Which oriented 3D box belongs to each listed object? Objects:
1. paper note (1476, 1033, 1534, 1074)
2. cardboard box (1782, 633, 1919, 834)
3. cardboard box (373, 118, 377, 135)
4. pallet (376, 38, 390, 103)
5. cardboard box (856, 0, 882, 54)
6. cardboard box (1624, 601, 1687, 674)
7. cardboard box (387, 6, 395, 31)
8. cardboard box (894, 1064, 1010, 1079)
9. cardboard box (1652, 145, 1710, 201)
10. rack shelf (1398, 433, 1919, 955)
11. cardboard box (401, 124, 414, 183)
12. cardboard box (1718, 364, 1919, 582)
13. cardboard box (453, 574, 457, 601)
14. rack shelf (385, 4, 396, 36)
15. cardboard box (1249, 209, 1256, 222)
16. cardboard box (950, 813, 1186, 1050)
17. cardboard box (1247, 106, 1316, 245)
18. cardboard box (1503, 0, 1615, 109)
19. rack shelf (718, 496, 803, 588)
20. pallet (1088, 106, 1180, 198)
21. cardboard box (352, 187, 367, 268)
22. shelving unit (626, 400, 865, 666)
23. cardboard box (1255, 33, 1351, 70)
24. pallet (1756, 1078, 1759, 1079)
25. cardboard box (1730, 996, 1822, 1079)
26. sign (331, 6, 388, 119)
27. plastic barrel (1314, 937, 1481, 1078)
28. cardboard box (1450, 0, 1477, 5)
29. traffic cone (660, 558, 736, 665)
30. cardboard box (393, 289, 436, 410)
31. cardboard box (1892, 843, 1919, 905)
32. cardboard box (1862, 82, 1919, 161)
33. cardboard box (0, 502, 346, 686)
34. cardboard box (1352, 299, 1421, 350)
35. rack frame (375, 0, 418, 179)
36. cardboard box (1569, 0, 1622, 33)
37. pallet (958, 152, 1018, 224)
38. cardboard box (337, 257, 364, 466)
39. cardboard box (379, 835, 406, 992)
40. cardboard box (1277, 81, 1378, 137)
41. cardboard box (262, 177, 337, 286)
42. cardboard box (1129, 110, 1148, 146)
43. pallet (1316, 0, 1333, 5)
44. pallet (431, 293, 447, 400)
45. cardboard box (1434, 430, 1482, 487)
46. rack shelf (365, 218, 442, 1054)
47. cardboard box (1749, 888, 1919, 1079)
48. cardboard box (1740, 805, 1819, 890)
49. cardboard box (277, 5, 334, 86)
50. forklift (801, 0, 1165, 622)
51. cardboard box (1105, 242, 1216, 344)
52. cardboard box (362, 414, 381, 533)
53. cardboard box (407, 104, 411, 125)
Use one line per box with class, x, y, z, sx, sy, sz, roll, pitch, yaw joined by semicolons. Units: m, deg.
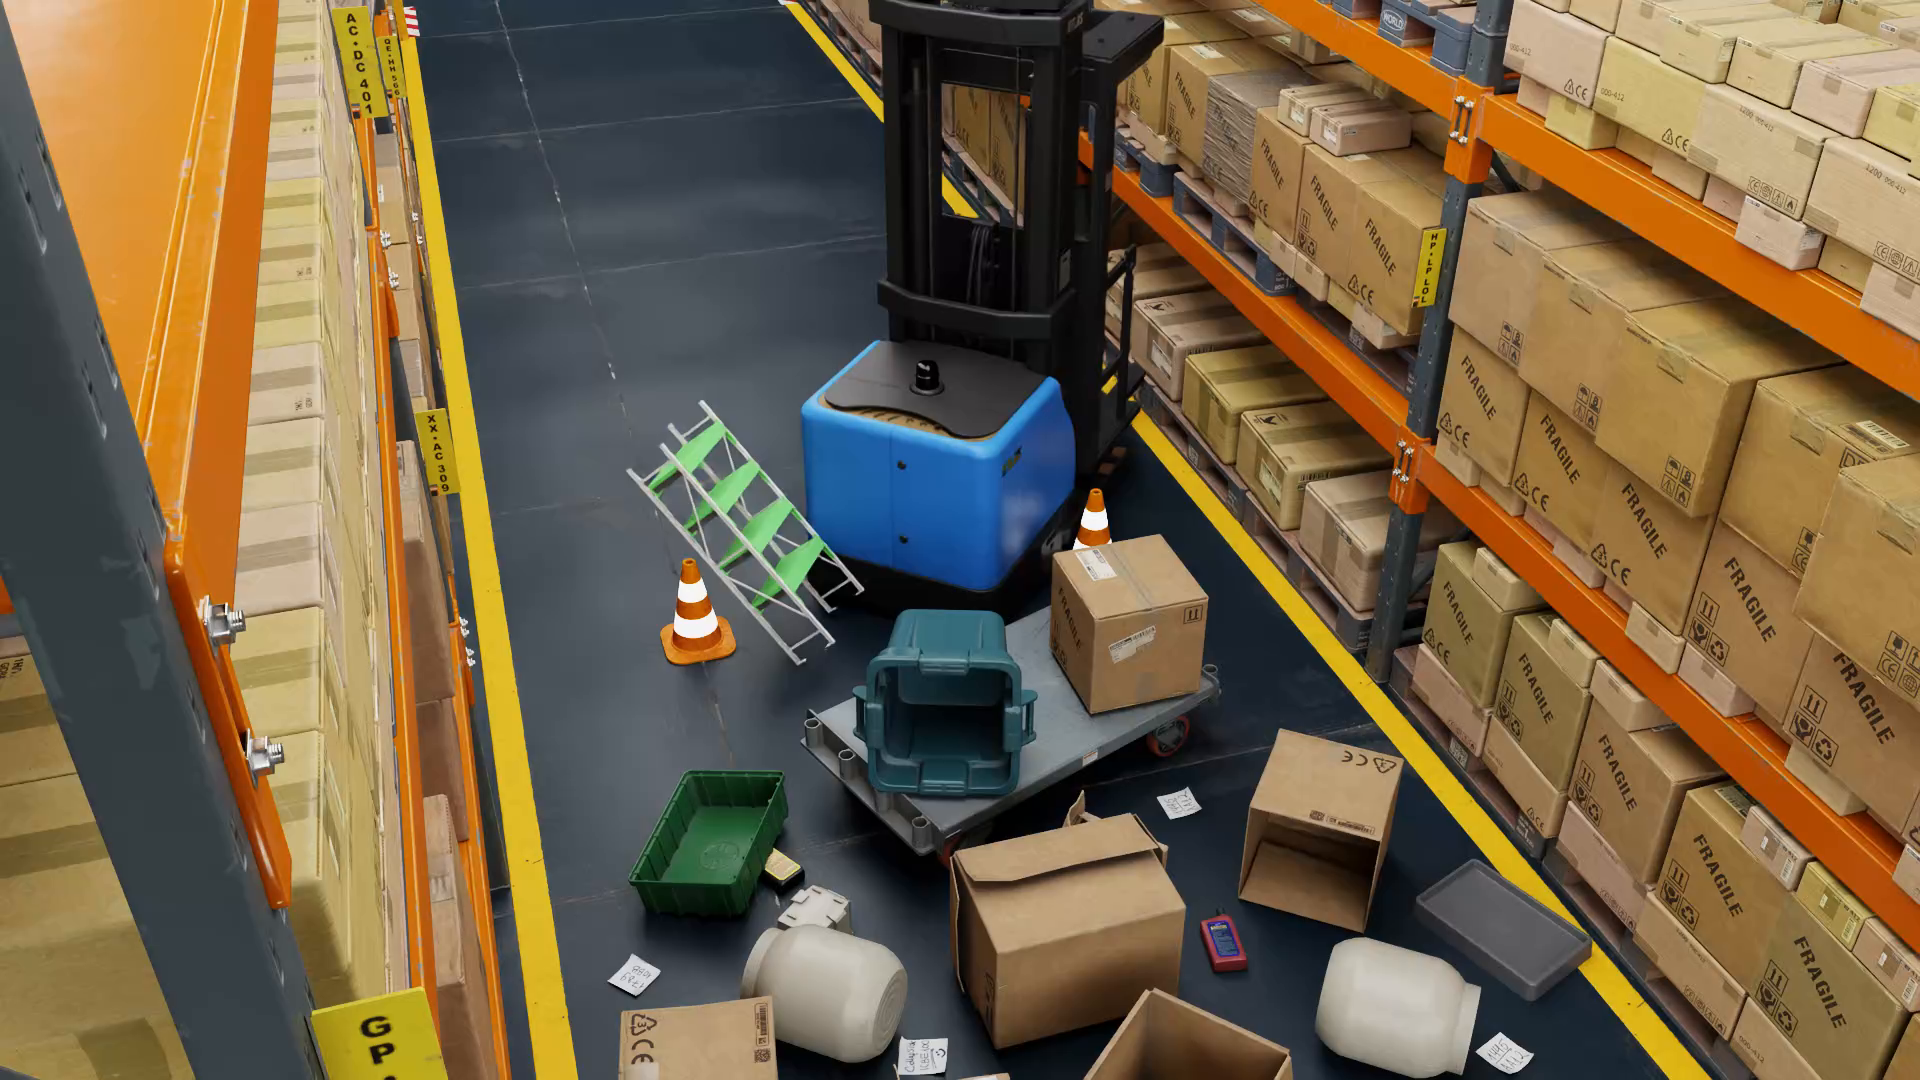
paper note;1.950;1.835;5.945;0.142;0.019;0.148;-23;40;-31
cardboard box;2.888;0.477;4.946;0.500;0.500;0.500;-10;35;-15
cardboard box;-3.455;-2.245;9.274;0.380;0.149;0.250;-10;35;-15
pallet;-4.153;-2.858;10.529;1.003;0.211;1.213;-10;35;-15
cardboard box;-0.410;-4.815;15.260;0.875;0.438;0.875;-11;35;-16
cardboard box;2.565;0.306;5.794;0.380;0.149;0.250;-10;35;-15
cardboard box;-5.172;-4.570;14.611;0.380;0.149;0.250;-9;34;-13
cardboard box;-0.012;1.928;5.592;0.396;0.266;0.258;-4;34;-6
cardboard box;2.500;-1.236;5.407;0.380;0.149;0.250;-9;35;-13
rack shelf;3.003;0.659;5.684;1.077;0.370;4.000;-10;35;-15
cardboard box;-3.944;-2.555;11.103;0.500;0.250;0.500;-12;35;-17
cardboard box;2.829;-0.208;5.077;0.700;0.500;0.500;-10;35;-15
cardboard box;-2.856;0.140;7.477;1.050;0.750;0.750;-10;35;-15
rack shelf;-5.341;-4.756;13.879;1.077;0.370;4.000;-10;35;-15
cardboard box;1.693;-1.679;8.417;0.380;0.149;0.250;-11;35;-16
cardboard box;0.373;1.408;6.040;0.797;0.637;0.503;-10;35;-15
cardboard box;1.729;-1.768;7.964;0.500;0.500;0.500;-9;34;-13
cardboard box;2.266;-1.727;5.788;0.500;0.250;0.500;-11;35;-16
rack shelf;-0.942;0.012;7.791;0.258;0.148;0.480;-32;16;27
pallet;1.492;-2.355;9.767;1.213;0.211;1.003;-10;35;-15
cardboard box;-1.717;-0.764;4.221;0.380;0.149;0.250;-9;35;-14
shelving unit;-0.982;-0.035;7.776;0.258;1.200;0.503;-32;16;27
cardboard box;1.899;-2.406;8.929;0.500;0.500;0.500;-12;35;-18
pallet;3.376;2.100;5.381;1.003;0.211;1.213;-10;35;-15
cardboard box;2.960;1.728;5.527;0.500;0.250;0.500;-10;35;-15
sign;-1.762;-1.400;4.886;0.100;0.325;0.005;-10;35;-15
plastic barrel;1.541;1.654;5.863;0.512;0.421;0.421;13;36;18
cardboard box;2.077;-2.338;6.601;0.500;0.250;0.500;-11;35;-16
traffic cone;-1.261;0.295;7.884;0.336;0.463;0.334;-10;35;-15
cardboard box;-2.499;-0.697;6.993;0.500;0.500;0.500;-10;35;-15
cardboard box;2.947;0.971;4.788;0.380;0.149;0.250;-9;35;-14
cardboard box;2.731;-1.148;4.550;0.380;0.149;0.250;-9;35;-14
cardboard box;-1.023;0.103;2.185;0.380;0.149;0.250;-10;35;-15
cardboard box;1.973;-0.985;7.367;0.380;0.149;0.250;-10;35;-14
rack frame;-4.731;-4.006;12.092;1.000;3.000;0.127;-10;35;-15
cardboard box;2.285;-1.819;5.565;0.380;0.149;0.250;-9;35;-13
pallet;0.636;-2.694;12.635;1.003;0.211;1.213;-10;35;-15
cardboard box;-1.436;-0.327;3.198;0.500;0.250;0.500;-10;35;-15
cardboard box;-0.948;0.563;2.212;0.380;0.149;0.250;-10;35;-14
cardboard box;1.708;-2.007;7.737;0.380;0.149;0.250;-11;35;-17
cardboard box;-1.412;-0.566;3.198;0.380;0.149;0.250;-10;35;-14
cardboard box;1.189;-2.354;9.439;0.380;0.149;0.250;-12;35;-18
pallet;1.987;-2.750;7.641;1.213;0.211;1.003;-10;35;-15
pallet;-3.747;-1.153;10.303;1.003;0.211;1.213;-10;35;-15
cardboard box;2.184;-0.367;6.813;0.380;0.149;0.250;-10;35;-15
rack shelf;-1.680;0.293;3.518;1.077;0.370;4.000;-10;35;-15
cardboard box;2.958;1.418;5.317;0.500;0.500;0.500;-9;34;-13
cardboard box;2.792;0.968;5.409;0.380;0.149;0.250;-9;34;-13
cardboard box;-1.798;-1.231;4.204;0.380;0.149;0.250;-10;35;-15
forklift;0.321;-1.577;8.477;1.130;2.935;3.031;14;36;21
cardboard box;1.336;-1.572;10.411;0.950;0.372;0.625;-12;35;-18
cardboard box;-1.333;-0.099;3.215;0.380;0.149;0.250;-10;35;-14
cardboard box;-4.617;-3.377;13.344;0.380;0.149;0.250;-9;35;-13
